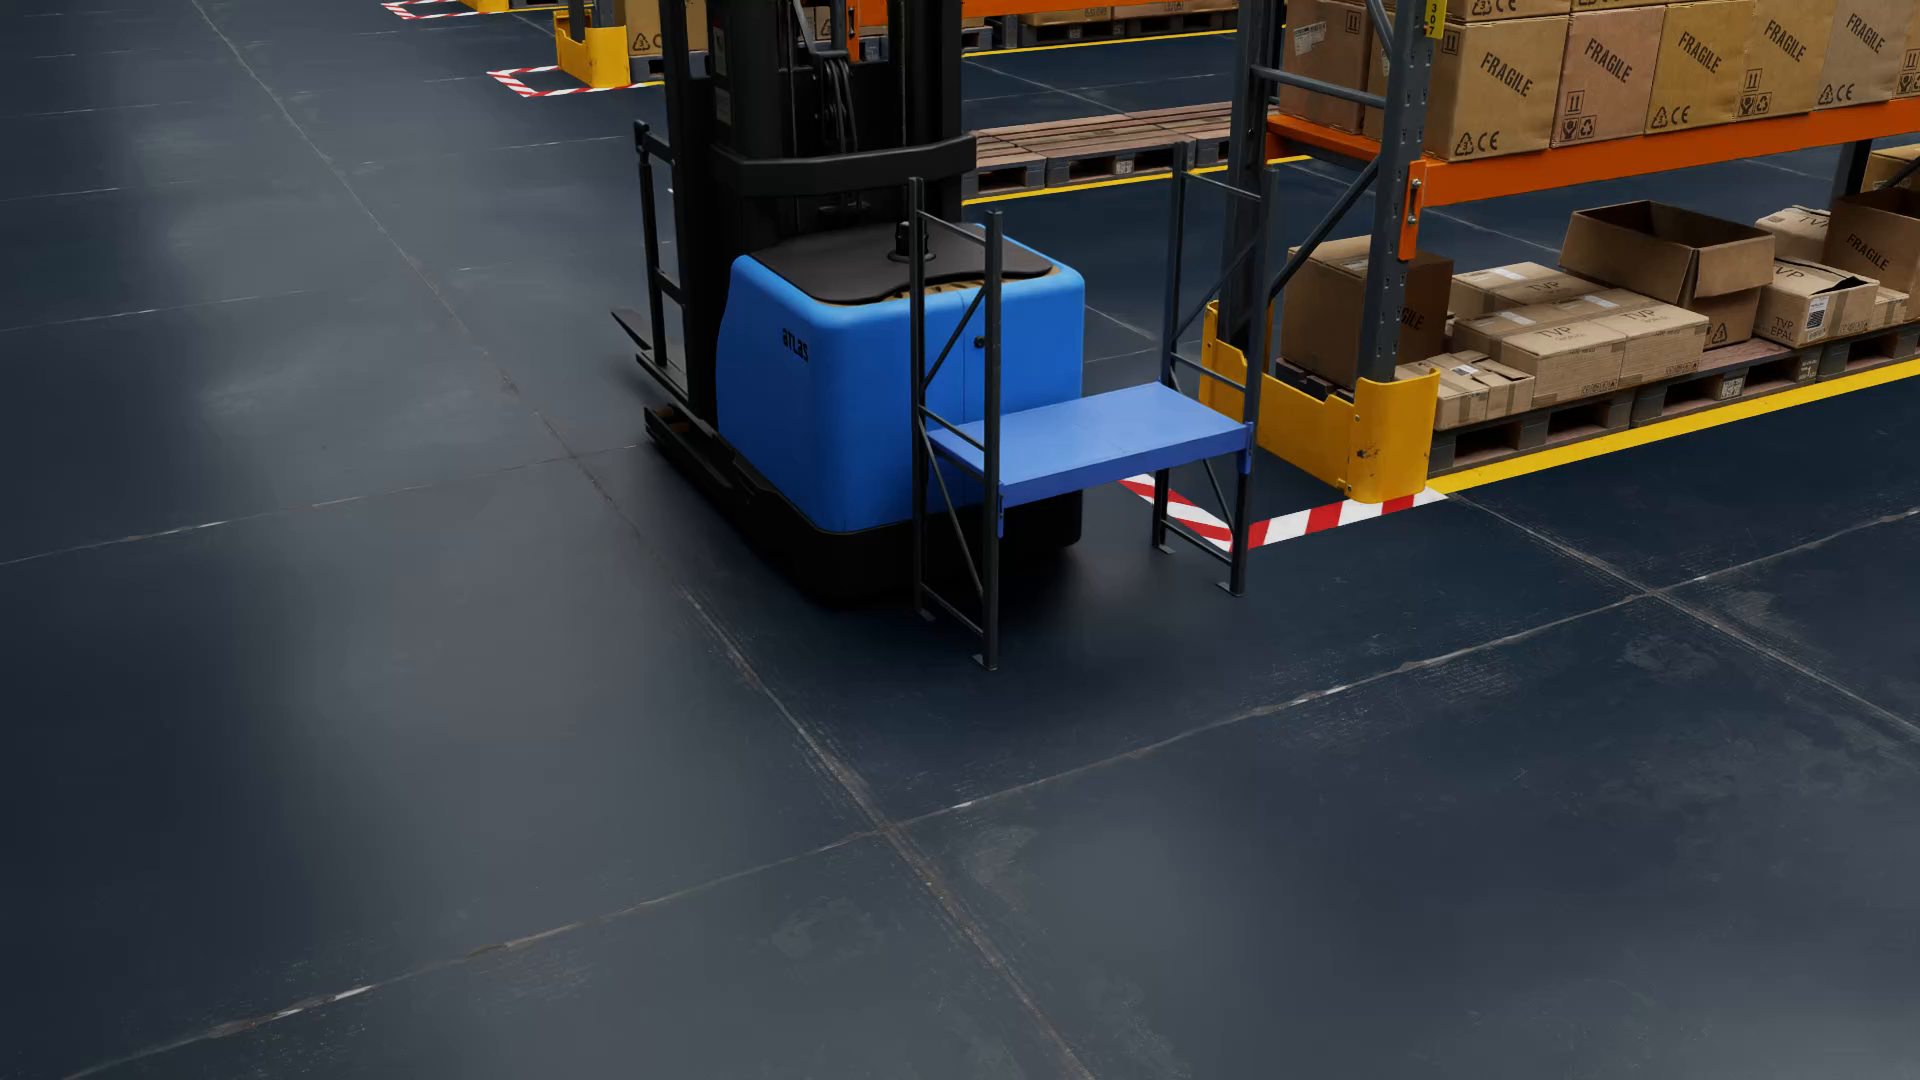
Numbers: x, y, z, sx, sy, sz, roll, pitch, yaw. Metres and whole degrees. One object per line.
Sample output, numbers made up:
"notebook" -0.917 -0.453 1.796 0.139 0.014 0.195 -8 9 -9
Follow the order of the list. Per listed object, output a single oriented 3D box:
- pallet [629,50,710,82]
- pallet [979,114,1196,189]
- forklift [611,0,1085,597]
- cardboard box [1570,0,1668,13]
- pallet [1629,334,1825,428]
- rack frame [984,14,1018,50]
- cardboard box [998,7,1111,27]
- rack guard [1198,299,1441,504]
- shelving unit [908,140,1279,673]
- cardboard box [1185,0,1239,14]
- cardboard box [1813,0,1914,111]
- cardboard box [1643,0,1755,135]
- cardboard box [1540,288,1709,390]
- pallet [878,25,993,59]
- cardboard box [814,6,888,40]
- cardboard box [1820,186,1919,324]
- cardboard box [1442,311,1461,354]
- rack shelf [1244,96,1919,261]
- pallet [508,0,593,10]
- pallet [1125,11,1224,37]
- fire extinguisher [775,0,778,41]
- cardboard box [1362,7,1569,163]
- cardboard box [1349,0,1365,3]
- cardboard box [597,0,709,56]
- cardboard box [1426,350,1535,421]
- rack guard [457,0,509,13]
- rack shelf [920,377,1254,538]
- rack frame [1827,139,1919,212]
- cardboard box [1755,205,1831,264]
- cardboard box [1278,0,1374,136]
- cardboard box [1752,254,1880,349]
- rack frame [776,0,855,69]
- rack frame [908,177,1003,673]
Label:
"pallet" -2.591 -4.446 15.266 1.213 0.211 1.003 -13 29 -25
"pallet" 0.892 -2.762 11.758 1.213 0.211 1.003 -13 29 -25
"forklift" -0.687 -1.729 6.465 1.130 2.935 3.031 -13 28 -25
"cardboard box" 2.372 -2.321 6.348 0.500 0.500 0.500 -13 28 -25
"pallet" 3.244 -0.894 7.869 1.213 0.211 1.003 -13 29 -25
"rack frame" 0.270 -6.325 15.958 0.127 3.000 1.000 -13 29 -25
"cardboard box" 0.825 -5.695 16.615 0.875 0.875 1.225 -13 29 -25
"rack guard" 1.466 -0.615 6.953 0.348 0.500 1.175 -13 29 -25
"shelving unit" 0.419 -0.456 5.467 1.048 1.500 0.538 -14 29 -27
"cardboard box" 2.391 -6.060 17.376 0.875 0.875 1.225 -13 29 -25
"cardboard box" 3.702 -2.175 7.199 0.500 0.500 0.500 -12 28 -24
"cardboard box" 2.811 -1.969 6.770 0.500 0.500 0.500 -13 29 -25
"cardboard box" 2.895 -0.891 7.309 0.500 0.250 0.500 -13 29 -25
"pallet" -0.438 -4.943 16.301 1.213 0.211 1.003 -13 29 -25
"cardboard box" -1.144 -5.269 15.729 0.875 0.875 0.875 -13 29 -25
"cardboard box" 4.559 -1.388 8.055 0.500 0.500 0.500 -13 29 -25
"cardboard box" 2.162 -0.900 7.425 0.250 0.166 0.380 -13 29 -25
"rack shelf" 3.164 -1.809 7.384 4.000 0.370 1.077 -13 29 -25
"pallet" -4.704 -6.336 19.202 1.213 0.211 1.003 -13 29 -25
"pallet" 1.993 -5.504 17.470 1.213 0.211 1.003 -13 29 -25
"fire extinguisher" -1.276 -3.559 10.717 0.183 0.674 0.296 -13 29 -25
"cardboard box" 1.915 -1.761 6.337 0.500 0.500 0.500 -12 28 -24
"cardboard box" 1.662 -2.418 6.549 0.500 0.500 0.500 -13 29 -26
"cardboard box" -2.732 -4.903 14.965 0.875 0.875 0.875 -13 29 -25
"cardboard box" 2.151 -0.652 6.908 0.250 0.166 0.380 -13 29 -25
"rack guard" -5.437 -6.314 18.823 0.348 0.500 1.175 -13 29 -25
"rack shelf" 0.418 -0.294 5.545 1.000 0.185 0.538 -14 29 -27
"rack frame" 4.928 -2.541 8.077 0.127 3.000 1.000 -13 29 -25
"cardboard box" 4.456 -1.524 8.557 0.500 0.311 0.500 -13 29 -25
"cardboard box" 1.666 -1.967 6.765 0.500 0.500 0.500 -12 28 -24
"cardboard box" 3.897 -1.150 7.778 0.500 0.311 0.500 -13 29 -25
"rack frame" -0.929 -3.619 10.322 0.127 3.000 1.000 -13 29 -25
"rack frame" -0.019 -0.344 5.234 0.032 1.500 0.500 -14 29 -27
